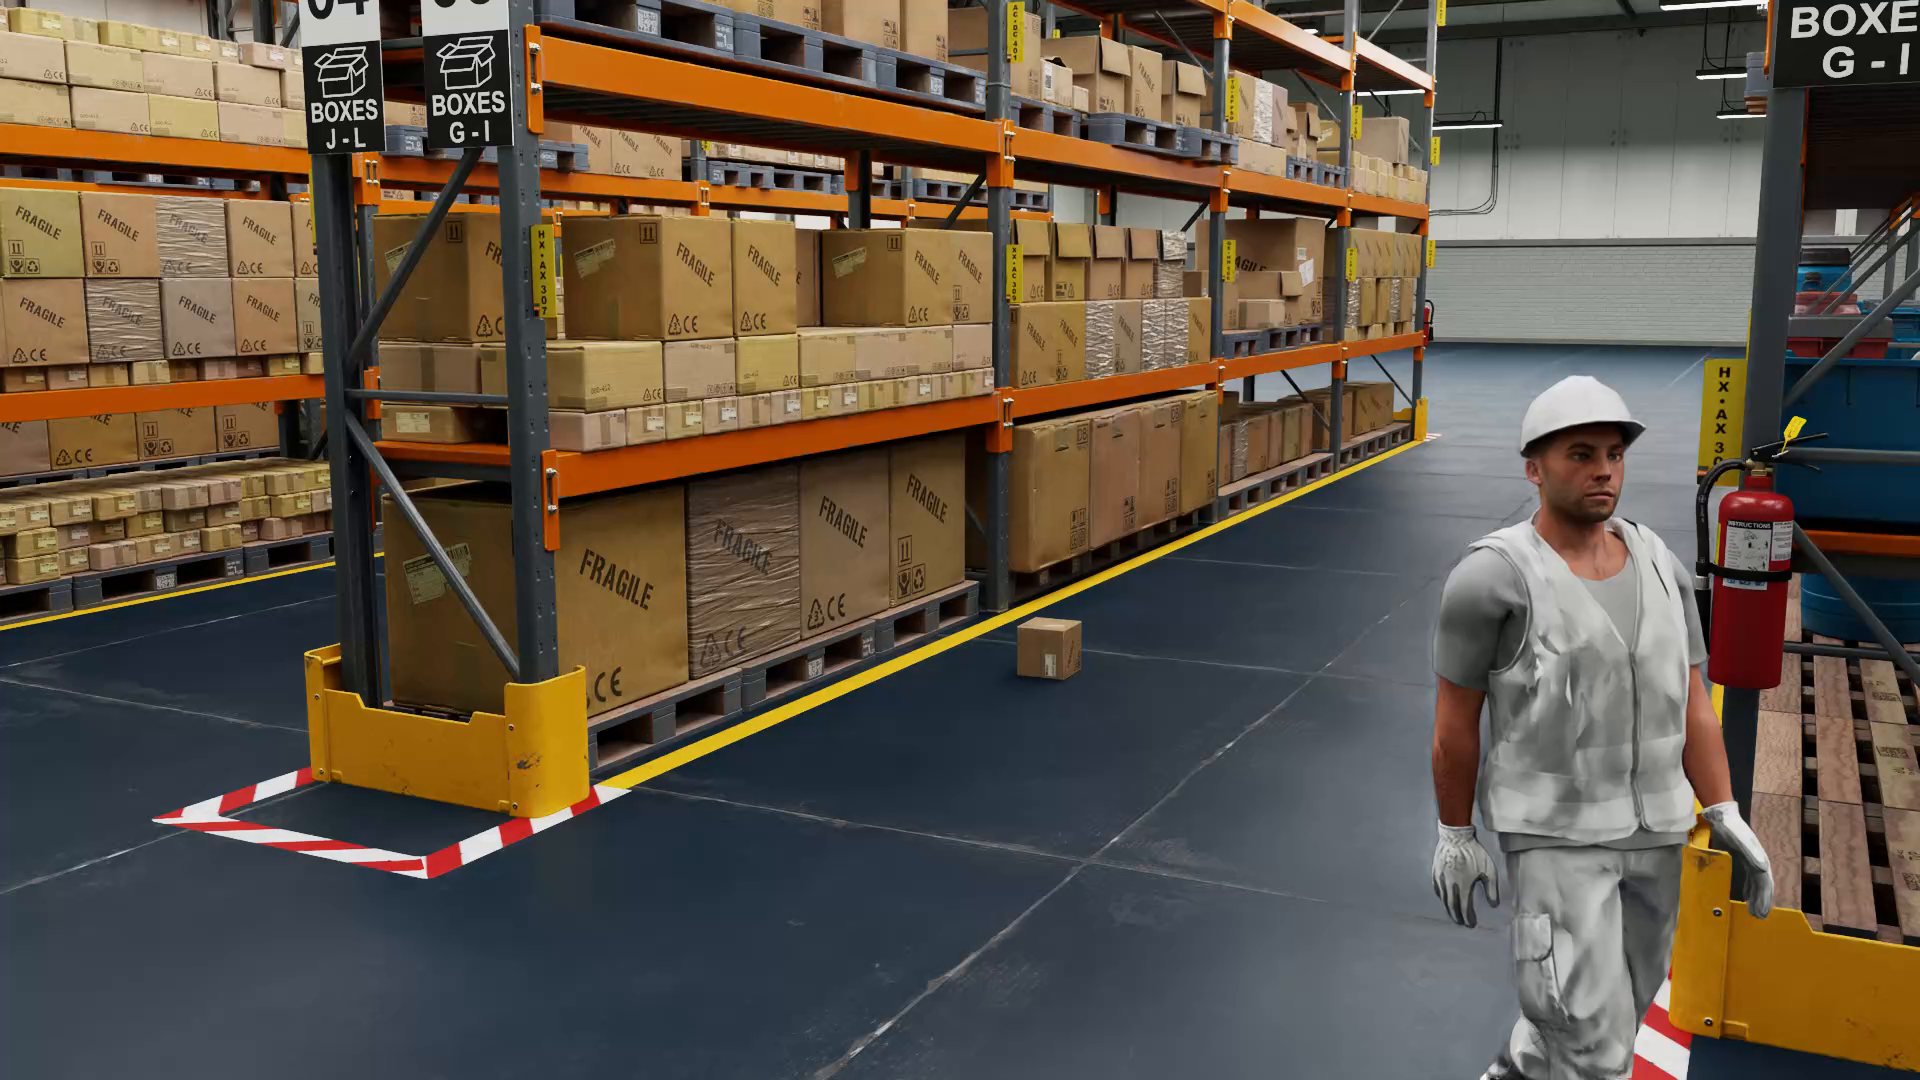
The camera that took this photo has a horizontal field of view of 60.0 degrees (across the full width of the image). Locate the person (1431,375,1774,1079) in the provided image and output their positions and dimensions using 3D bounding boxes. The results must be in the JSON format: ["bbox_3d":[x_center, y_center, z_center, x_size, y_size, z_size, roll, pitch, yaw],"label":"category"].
[{"bbox_3d":[1.223,0.576,3.143,0.534,1.754,0.948,-3,9,-19],"label":"person"}]
